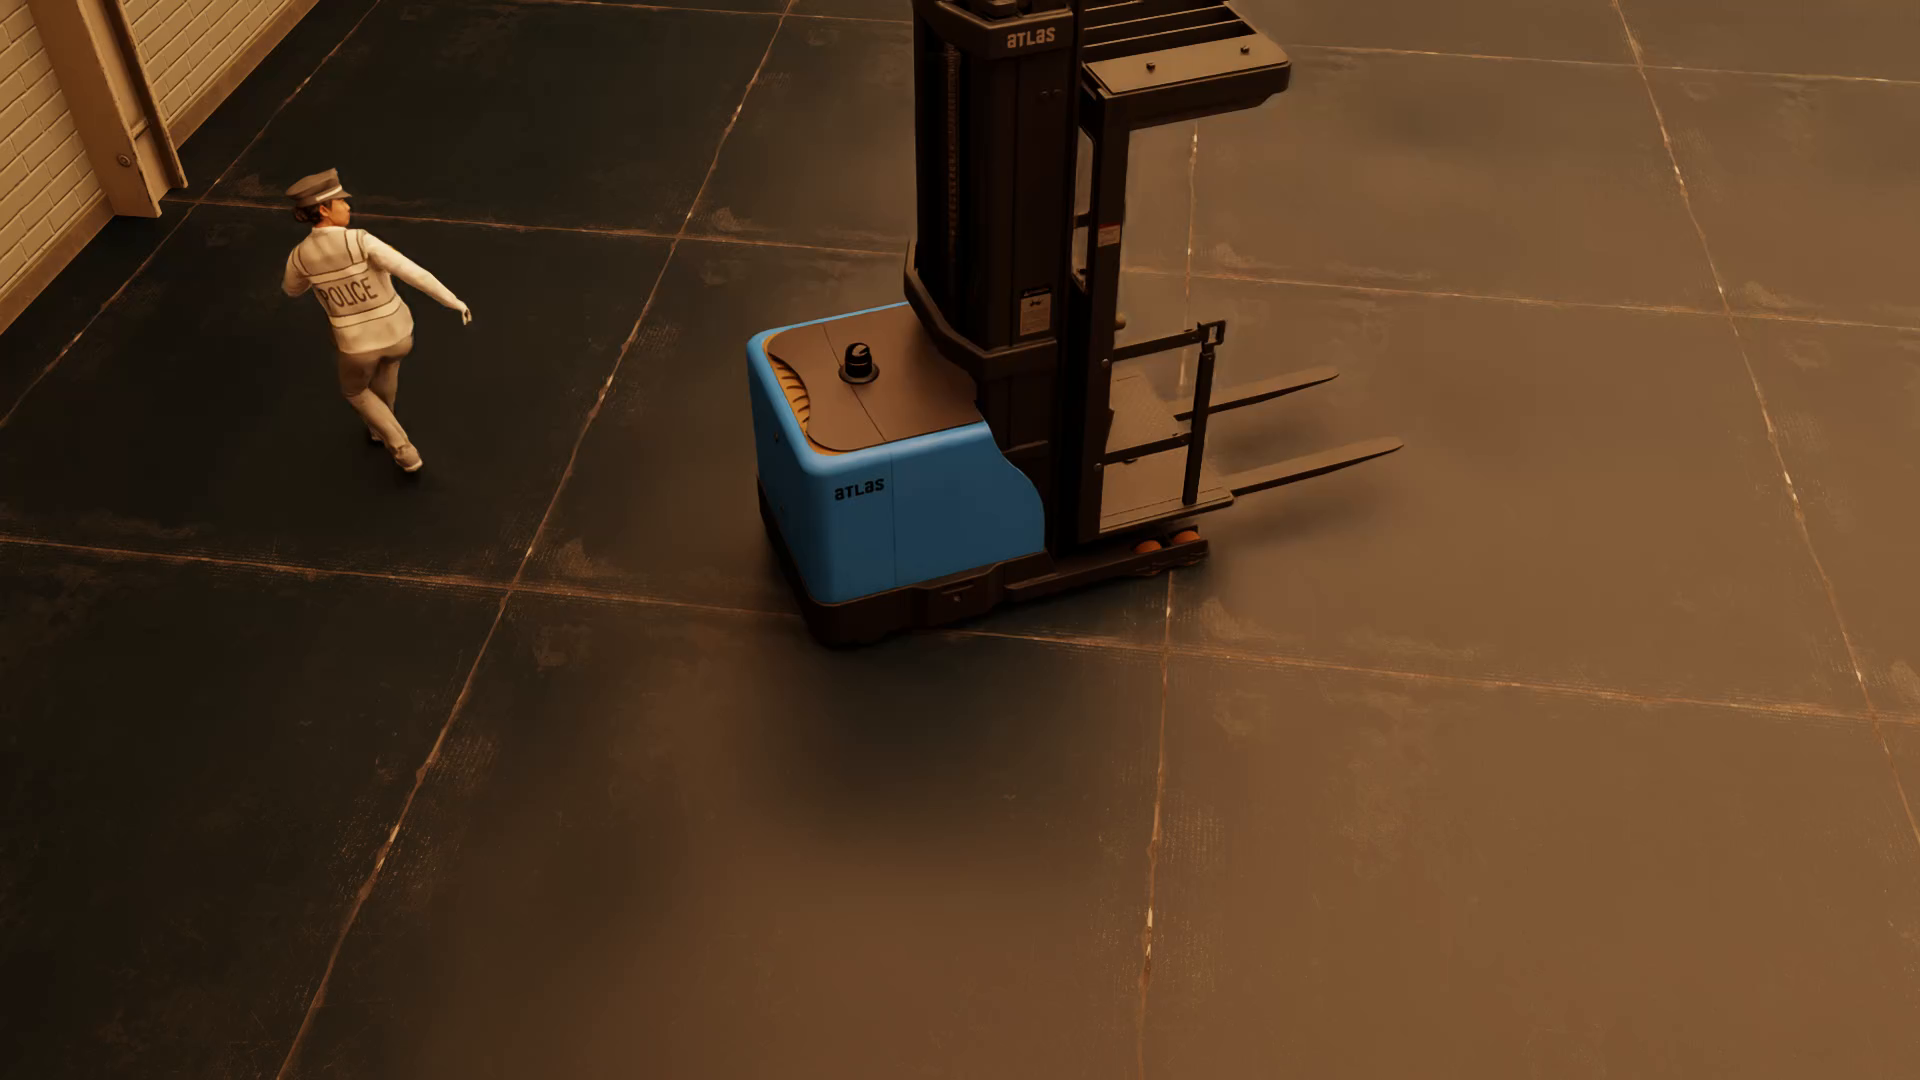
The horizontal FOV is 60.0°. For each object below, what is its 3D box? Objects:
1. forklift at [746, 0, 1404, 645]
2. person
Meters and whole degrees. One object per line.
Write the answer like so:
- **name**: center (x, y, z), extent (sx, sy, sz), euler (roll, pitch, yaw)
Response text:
- **forklift**: center (0.619, -1.235, 7.068), extent (3.031, 2.935, 1.130), euler (-14, 44, -15)
- **person**: center (-2.763, -1.078, 7.935), extent (0.801, 1.556, 0.799), euler (-14, 45, -15)
